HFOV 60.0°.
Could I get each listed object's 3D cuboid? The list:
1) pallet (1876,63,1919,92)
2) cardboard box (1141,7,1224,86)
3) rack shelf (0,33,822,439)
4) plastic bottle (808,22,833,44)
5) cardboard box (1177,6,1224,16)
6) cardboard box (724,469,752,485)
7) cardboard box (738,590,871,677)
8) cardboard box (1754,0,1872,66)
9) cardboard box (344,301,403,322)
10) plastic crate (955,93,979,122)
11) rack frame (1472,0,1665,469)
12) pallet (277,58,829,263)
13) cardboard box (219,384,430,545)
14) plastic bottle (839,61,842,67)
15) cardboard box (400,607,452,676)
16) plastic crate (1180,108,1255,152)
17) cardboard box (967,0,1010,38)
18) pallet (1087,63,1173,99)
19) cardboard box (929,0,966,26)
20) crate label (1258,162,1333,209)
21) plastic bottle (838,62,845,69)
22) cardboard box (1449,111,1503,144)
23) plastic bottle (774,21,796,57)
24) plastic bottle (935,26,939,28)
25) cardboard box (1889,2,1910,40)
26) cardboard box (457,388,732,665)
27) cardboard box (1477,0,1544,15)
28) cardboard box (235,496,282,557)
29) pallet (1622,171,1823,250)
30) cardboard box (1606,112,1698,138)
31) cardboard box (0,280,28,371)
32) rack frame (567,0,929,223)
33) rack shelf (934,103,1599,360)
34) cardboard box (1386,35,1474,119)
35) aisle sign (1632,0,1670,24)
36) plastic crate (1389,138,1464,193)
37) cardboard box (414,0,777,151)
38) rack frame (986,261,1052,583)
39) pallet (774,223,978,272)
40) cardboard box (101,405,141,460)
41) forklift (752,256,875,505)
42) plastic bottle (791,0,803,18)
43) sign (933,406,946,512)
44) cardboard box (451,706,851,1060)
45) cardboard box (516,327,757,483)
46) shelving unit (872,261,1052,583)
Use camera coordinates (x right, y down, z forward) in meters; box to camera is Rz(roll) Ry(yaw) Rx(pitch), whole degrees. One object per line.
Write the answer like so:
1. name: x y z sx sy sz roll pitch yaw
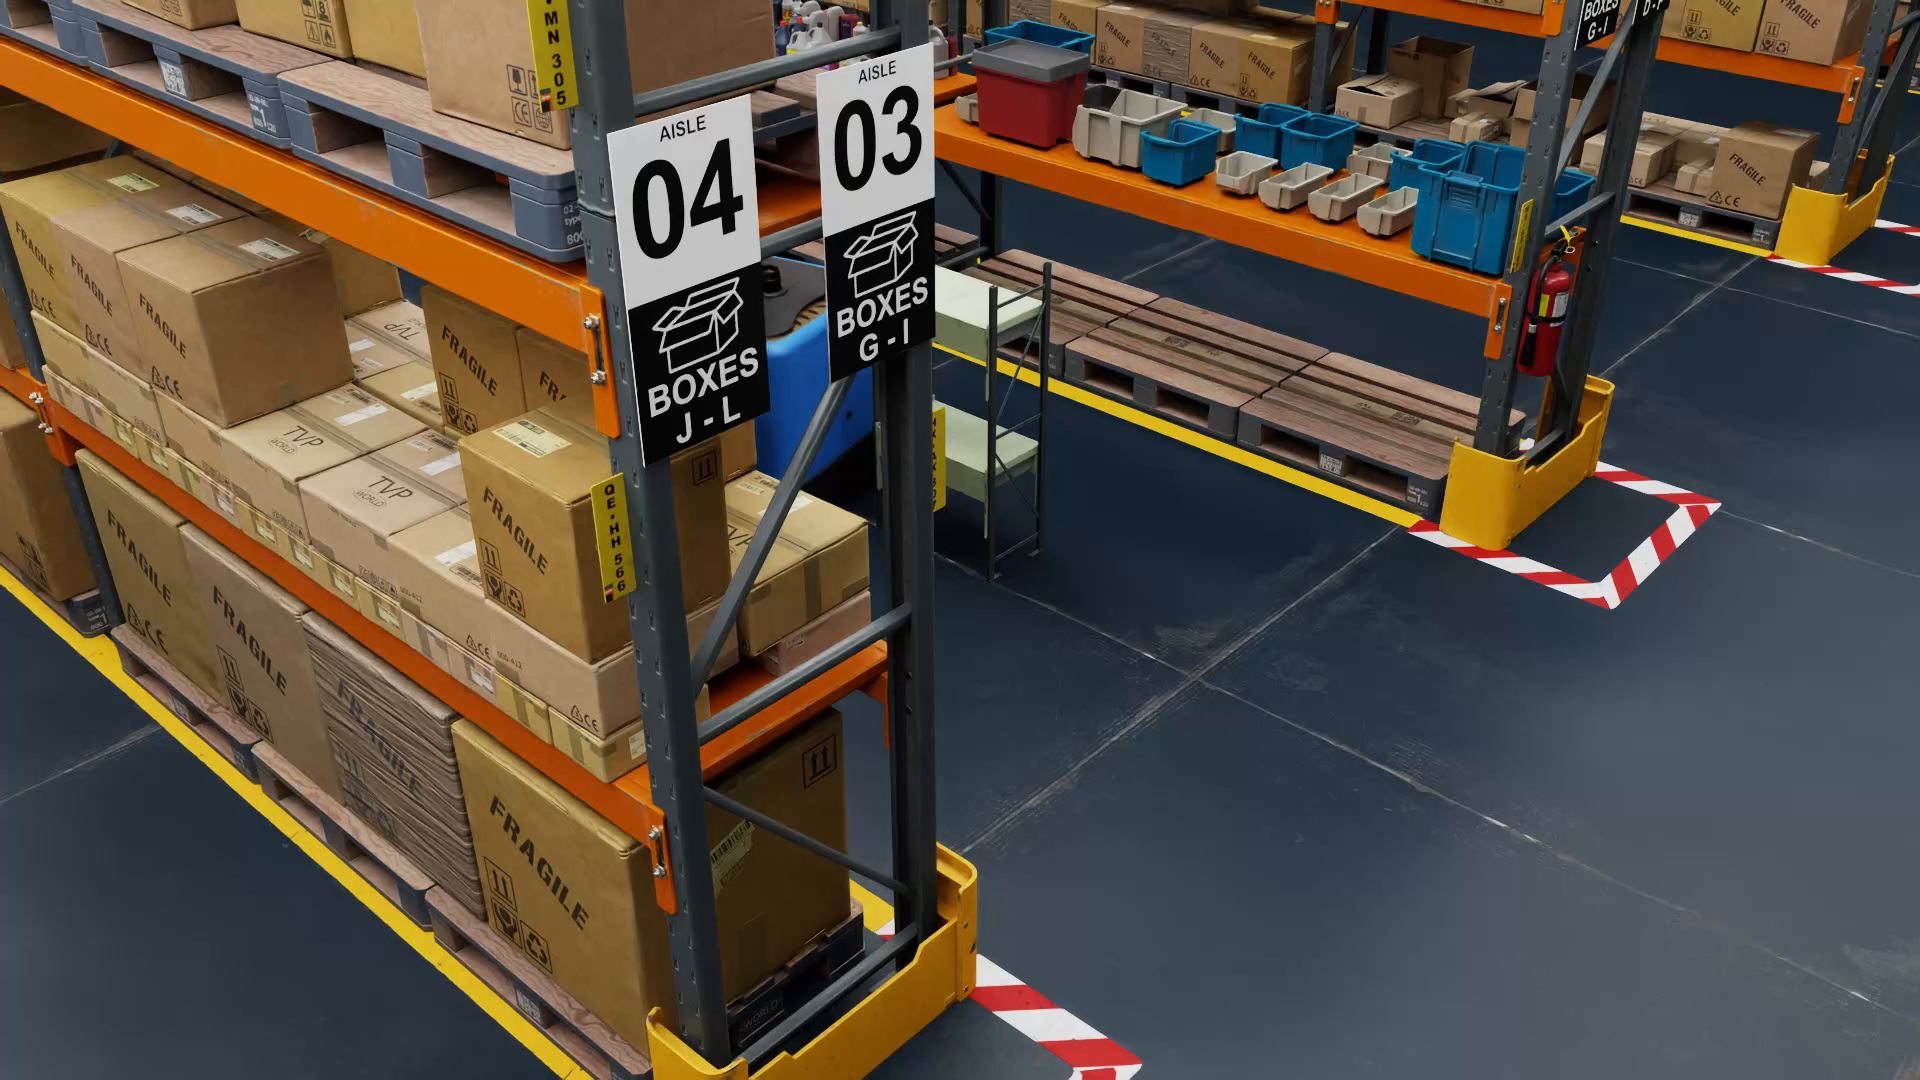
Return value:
1. pallet: 8.872 -4.343 15.259 1.213 0.211 1.003 25 39 35
2. cardboard box: 1.940 -4.306 14.492 0.500 0.500 0.500 26 39 36
3. rack shelf: -1.937 -1.277 5.253 4.000 0.370 1.077 25 39 35
4. plastic bottle: -0.900 -3.114 10.562 0.185 0.351 0.144 25 39 35
5. cardboard box: 2.267 -4.514 14.837 0.500 0.500 0.500 26 39 36
6. cardboard box: -1.018 -0.118 5.395 0.500 0.250 0.500 24 39 35
7. cardboard box: -0.496 0.250 5.169 0.250 0.149 0.380 26 39 36
8. cardboard box: 5.682 -3.489 11.040 0.500 0.500 0.500 26 40 36
9. cardboard box: -2.531 -0.825 6.569 0.500 0.250 0.500 26 40 36
10. plastic crate: 0.153 -2.584 9.831 0.243 0.136 0.396 25 39 35
11. rack frame: 2.870 -1.502 7.837 0.127 3.000 1.000 25 39 35
12. pallet: -1.011 -1.108 4.360 1.213 0.211 1.003 25 39 35
13. cardboard box: -2.133 -0.268 5.644 0.500 0.250 0.500 25 39 35
14. plastic bottle: -0.768 -2.913 10.374 0.097 0.201 0.097 0 31 0
15. cardboard box: -1.503 0.238 5.190 0.250 0.149 0.380 26 40 36
16. plastic crate: 1.397 -2.312 9.379 0.466 0.136 0.293 25 39 35
17. cardboard box: 0.411 -5.015 15.669 0.500 0.500 0.500 27 40 37
18. pallet: 1.693 -4.274 15.145 1.213 0.211 1.003 25 39 35
19. cardboard box: -0.289 -5.255 16.329 0.500 0.250 0.500 26 40 36
20. crate label: 1.715 -1.821 8.564 0.243 0.136 0.396 25 39 35
21. plastic bottle: -0.710 -2.844 10.258 0.097 0.201 0.097 0 31 0
22. cardboard box: 4.045 -3.231 13.029 0.250 0.166 0.380 25 39 35
23. plastic bottle: -1.134 -3.122 10.576 0.185 0.351 0.144 25 39 35
24. plastic bottle: -0.181 -3.173 10.725 0.133 0.283 0.061 25 39 35
25. cardboard box: 8.560 -4.777 15.293 0.500 0.500 0.700 25 39 35
26. cardboard box: -0.992 -0.061 4.573 0.500 0.500 0.500 26 39 36
27. cardboard box: 4.177 -4.192 12.208 0.500 0.500 0.500 25 39 35
28. cardboard box: -2.267 -0.117 5.779 0.250 0.149 0.380 24 38 34
29. pallet: 5.548 -2.502 12.202 1.213 0.211 1.003 25 39 35
30. cardboard box: 5.242 -3.048 12.645 0.500 0.250 0.500 25 39 35
31. cardboard box: -3.950 -1.093 7.060 0.500 0.500 0.500 25 39 35
32. rack frame: -0.454 -2.178 3.144 0.127 3.000 1.000 25 39 35
33. rack shelf: 1.387 -1.886 9.172 4.000 0.370 1.077 25 39 35
34. cardboard box: 3.843 -3.808 13.665 0.500 0.500 0.500 25 39 35
35. aisle sign: 3.122 -2.705 7.314 0.004 0.787 0.394 25 39 35
36. plastic crate: 2.419 -1.895 8.594 0.300 0.233 0.416 25 39 35
37. cardboard box: -0.875 -1.318 4.022 0.500 0.500 0.700 22 38 32
38. rack frame: 0.266 -0.518 7.657 0.023 1.500 0.400 25 39 35
39. pallet: -0.640 -1.975 11.326 1.213 0.211 1.003 25 39 35
40. cardboard box: -3.033 -0.474 6.372 0.250 0.149 0.380 27 40 37
41. forklift: -1.909 -1.796 8.391 3.031 2.935 1.130 16 34 24
42. plastic bottle: -1.110 -3.589 11.428 0.097 0.271 0.097 0 31 0
43. sign: -0.077 -0.223 4.796 0.005 0.325 0.100 25 39 35
44. cardboard box: -0.982 0.931 5.448 0.875 0.875 0.875 25 39 35
45. cardboard box: -0.999 -0.435 5.194 0.500 0.500 0.500 24 38 34
46. shelving unit: -0.005 -0.645 7.867 0.755 1.500 0.431 25 39 35
